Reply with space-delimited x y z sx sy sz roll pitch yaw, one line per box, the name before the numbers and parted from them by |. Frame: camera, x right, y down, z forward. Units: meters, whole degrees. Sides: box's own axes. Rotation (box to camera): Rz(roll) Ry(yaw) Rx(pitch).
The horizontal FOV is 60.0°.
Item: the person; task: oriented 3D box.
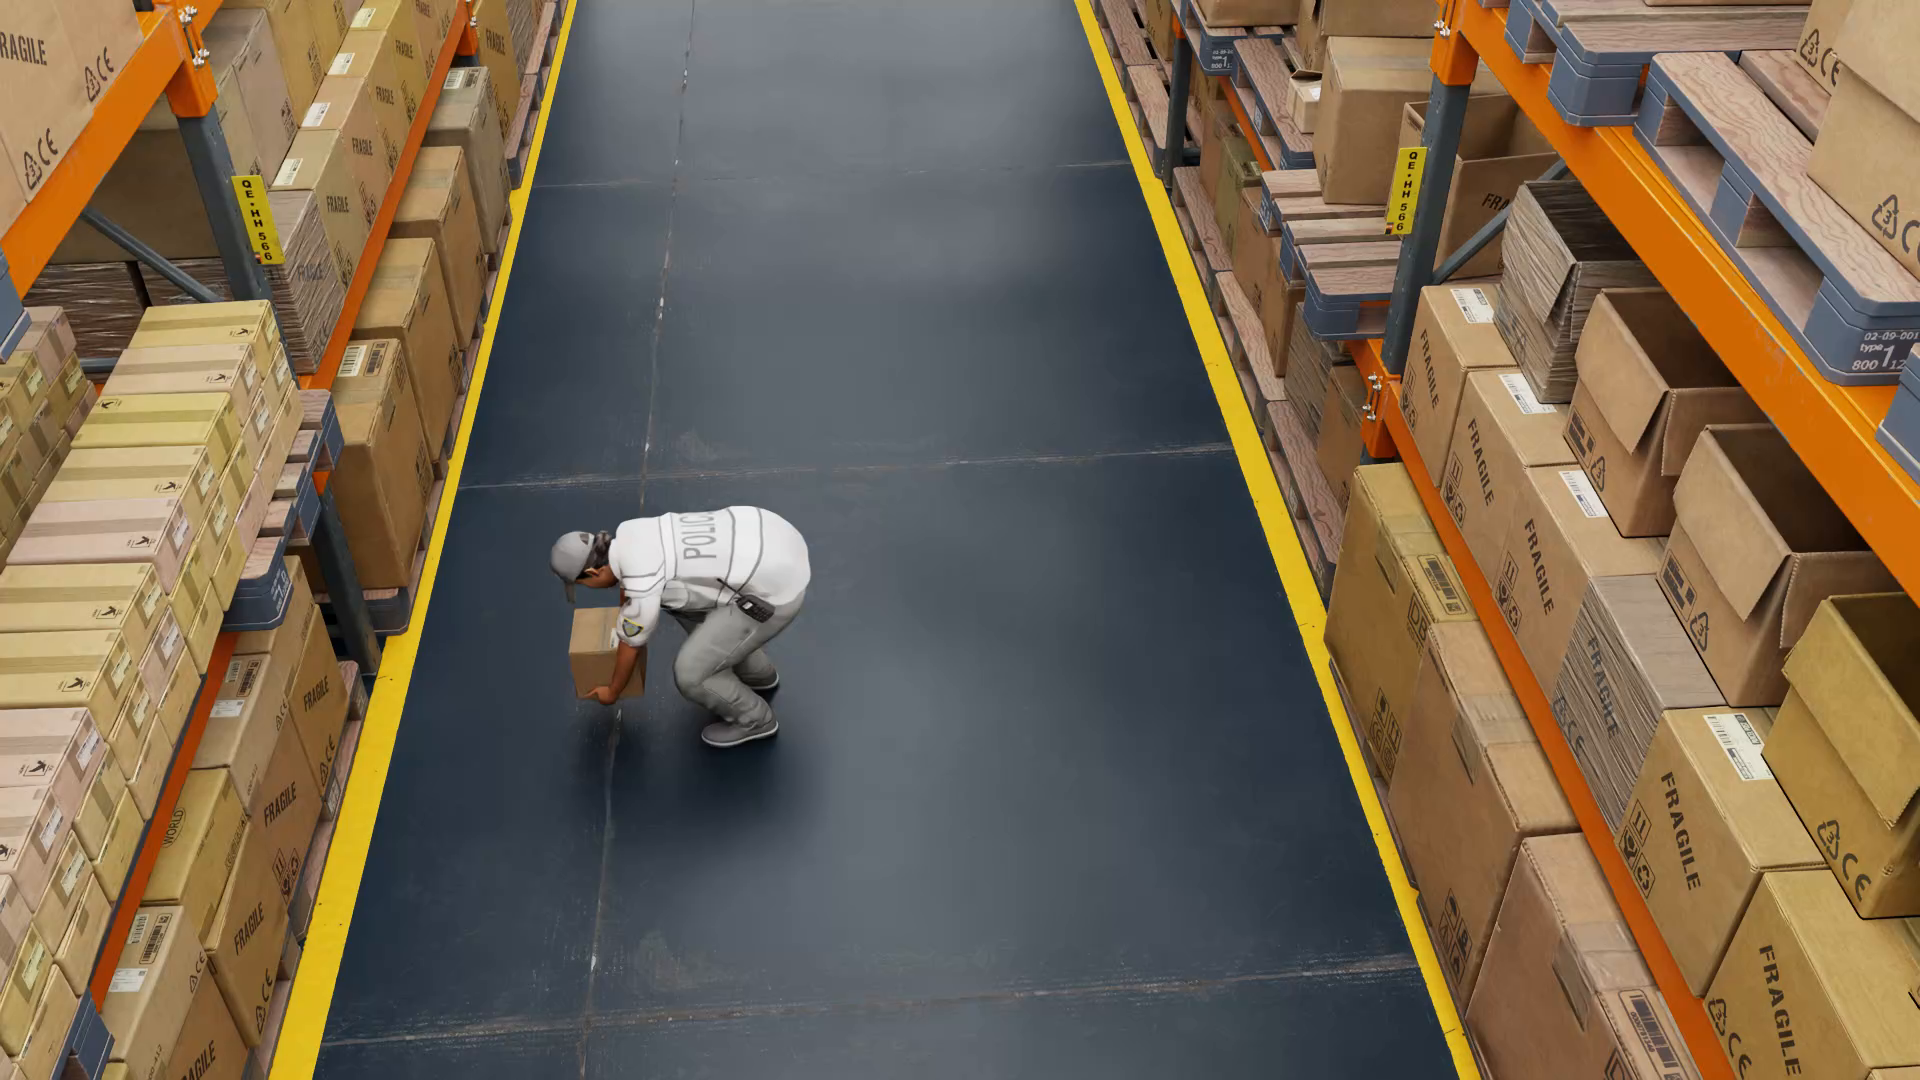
person | -1.025 0.318 6.315 0.937 0.973 0.518 -5 40 -6
